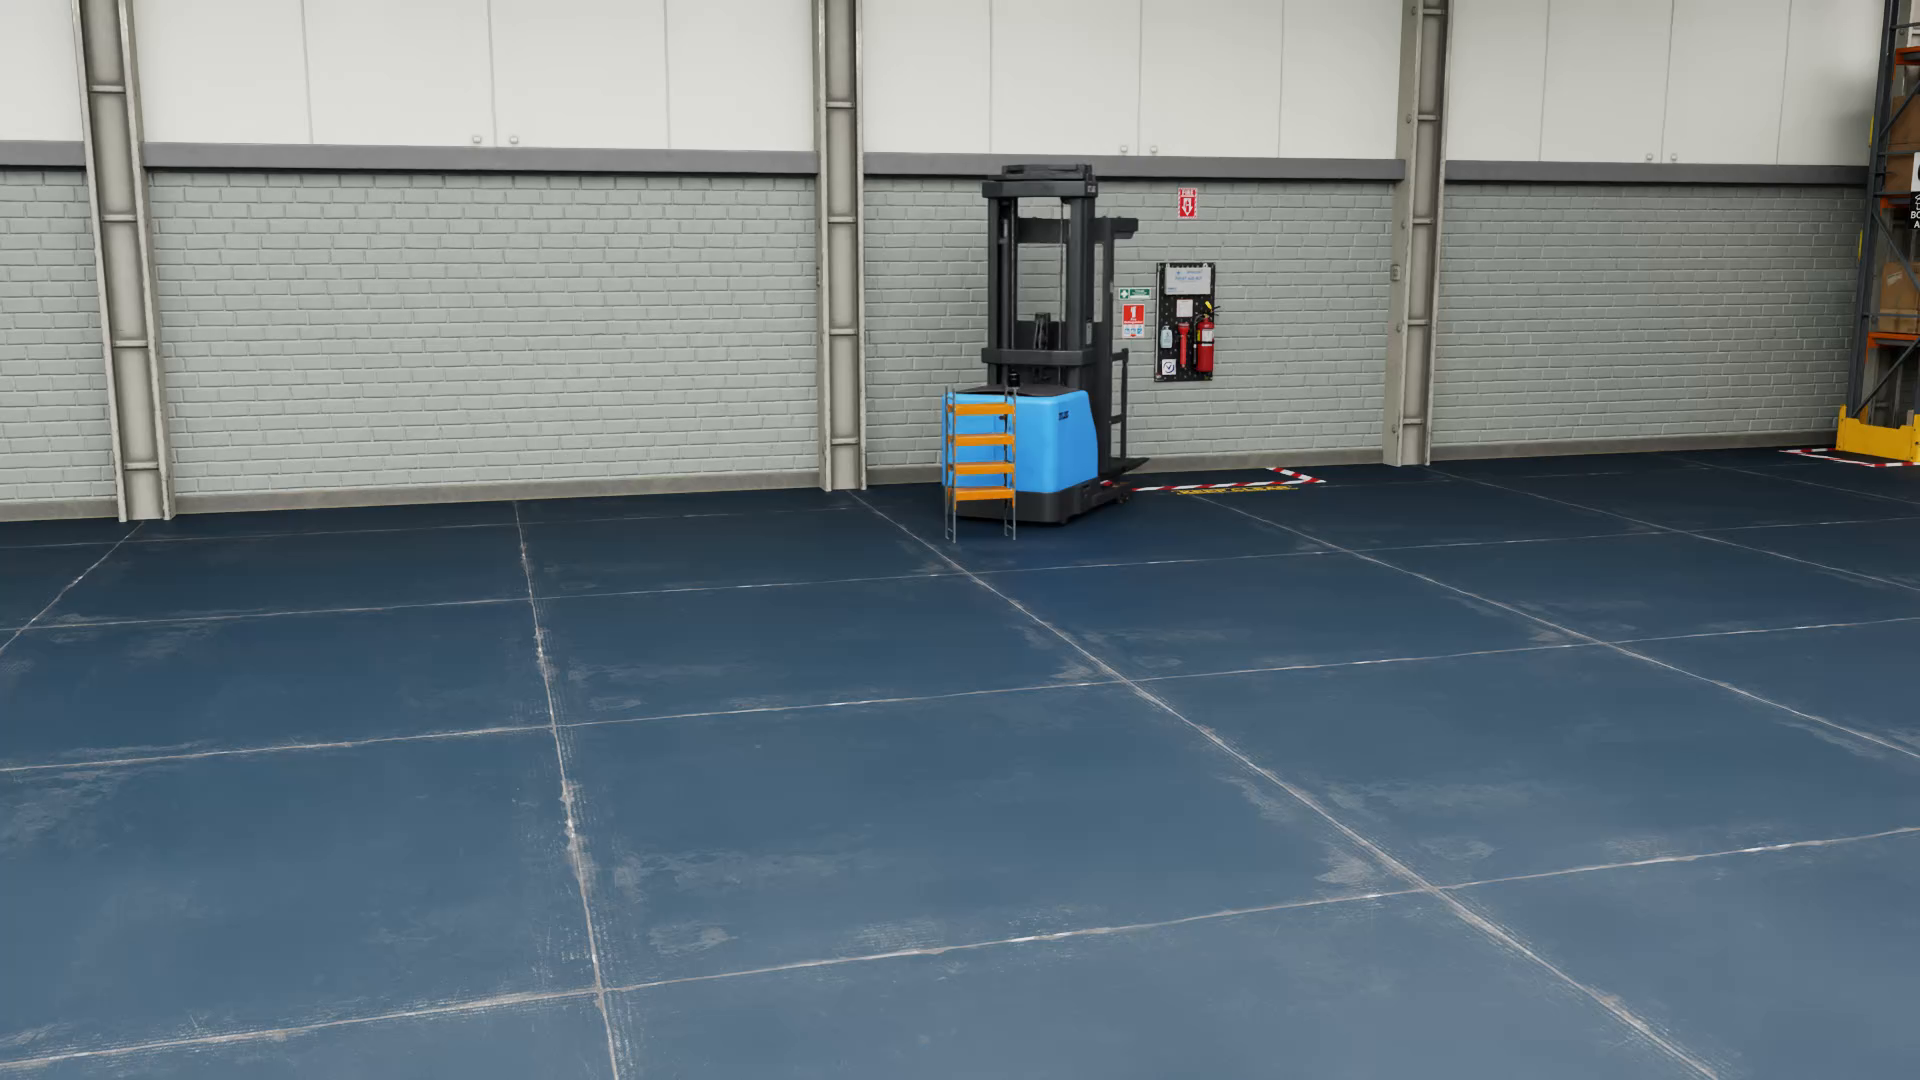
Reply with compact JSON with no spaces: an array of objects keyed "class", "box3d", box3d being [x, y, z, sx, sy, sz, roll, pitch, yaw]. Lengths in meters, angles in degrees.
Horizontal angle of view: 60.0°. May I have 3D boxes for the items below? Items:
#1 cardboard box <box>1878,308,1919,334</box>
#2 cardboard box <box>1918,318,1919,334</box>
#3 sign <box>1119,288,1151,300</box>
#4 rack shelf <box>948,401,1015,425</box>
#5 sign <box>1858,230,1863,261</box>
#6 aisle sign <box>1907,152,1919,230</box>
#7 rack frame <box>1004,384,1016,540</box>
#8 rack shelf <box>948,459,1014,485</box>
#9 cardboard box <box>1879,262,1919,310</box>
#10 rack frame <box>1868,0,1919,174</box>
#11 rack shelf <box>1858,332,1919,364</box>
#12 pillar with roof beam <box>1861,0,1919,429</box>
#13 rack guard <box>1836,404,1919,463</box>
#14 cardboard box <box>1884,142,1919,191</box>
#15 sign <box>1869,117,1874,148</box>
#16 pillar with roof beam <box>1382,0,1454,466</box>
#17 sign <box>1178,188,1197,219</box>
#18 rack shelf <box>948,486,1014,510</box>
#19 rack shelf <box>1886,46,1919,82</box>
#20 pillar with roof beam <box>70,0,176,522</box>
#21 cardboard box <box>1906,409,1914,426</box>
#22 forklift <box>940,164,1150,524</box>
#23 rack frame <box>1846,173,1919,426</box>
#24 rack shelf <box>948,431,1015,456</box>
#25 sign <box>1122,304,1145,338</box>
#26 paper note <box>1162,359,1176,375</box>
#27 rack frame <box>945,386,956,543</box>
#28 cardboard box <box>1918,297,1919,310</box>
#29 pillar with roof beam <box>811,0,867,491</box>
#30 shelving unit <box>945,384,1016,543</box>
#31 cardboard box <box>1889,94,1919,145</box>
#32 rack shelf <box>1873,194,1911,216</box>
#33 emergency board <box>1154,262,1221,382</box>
[{"class":"cardboard box","box3d":[10.379,-2.382,18.060,0.500,0.250,0.500,-3,11,-15]},{"class":"cardboard box","box3d":[10.542,-2.294,17.583,0.500,0.250,0.500,-3,11,-18]},{"class":"sign","box3d":[1.717,-2.419,16.340,0.331,0.109,0.001,-3,11,-16]},{"class":"rack shelf","box3d":[0.159,-0.985,12.912,0.480,0.148,0.258,-3,11,-16]},{"class":"sign","box3d":[9.848,-3.211,18.133,0.005,0.325,0.100,-3,11,-16]},{"class":"aisle sign","box3d":[9.999,-3.611,17.198,0.004,0.787,0.394,-3,11,-16]},{"class":"rack frame","box3d":[0.393,-0.611,13.050,0.015,1.200,0.240,-3,11,-16]},{"class":"rack shelf","box3d":[0.159,-0.532,12.996,0.480,0.148,0.258,-3,11,-16]},{"class":"cardboard box","box3d":[10.377,-2.754,18.011,0.500,0.500,0.500,-3,11,-17]},{"class":"rack frame","box3d":[9.984,-5.339,17.193,0.127,3.000,1.000,-3,11,-16]},{"class":"rack shelf","box3d":[11.905,-2.136,18.351,4.000,0.370,1.077,-3,11,-16]},{"class":"pillar with roof beam","box3d":[11.618,-4.776,14.137,0.400,9.000,9.100,-3,11,-16]},{"class":"rack guard","box3d":[10.057,-1.163,17.984,0.348,0.500,1.175,-3,11,-16]},{"class":"cardboard box","box3d":[10.314,-3.988,17.808,0.500,0.500,0.500,-2,11,-12]},{"class":"sign","box3d":[9.848,-4.397,17.914,0.005,0.325,0.100,-3,11,-16]},{"class":"pillar with roof beam","box3d":[5.857,-4.473,12.488,0.400,9.000,9.100,-3,11,-16]},{"class":"sign","box3d":[2.235,-3.309,16.335,0.199,0.298,0.001,-3,11,-16]},{"class":"rack shelf","box3d":[0.159,-0.337,13.031,0.480,0.148,0.258,-3,11,-16]},{"class":"rack shelf","box3d":[11.905,-5.085,17.808,4.000,0.370,1.077,-3,11,-16]},{"class":"pillar with roof beam","box3d":[-5.665,-3.866,9.189,0.400,9.000,9.100,-3,11,-16]},{"class":"cardboard box","box3d":[10.674,-1.302,18.045,0.500,0.311,0.500,-4,11,-22]},{"class":"forklift","box3d":[0.905,-1.794,14.696,1.130,2.935,3.031,5,11,24]},{"class":"rack frame","box3d":[9.984,-2.389,17.736,0.127,3.000,1.000,-3,11,-16]},{"class":"rack shelf","box3d":[0.159,-0.752,12.955,0.480,0.148,0.258,-3,11,-16]},{"class":"sign","box3d":[1.711,-2.160,16.395,0.234,0.329,0.001,-3,11,-16]},{"class":"paper note","box3d":[2.081,-1.722,16.549,0.142,0.148,0.016,-3,11,-16]},{"class":"rack frame","box3d":[-0.075,-0.586,12.916,0.015,1.200,0.240,-3,11,-16]},{"class":"cardboard box","box3d":[10.527,-2.665,17.528,0.500,0.500,0.500,-3,11,-16]},{"class":"pillar with roof beam","box3d":[0.096,-4.169,10.839,0.400,9.000,9.100,-3,11,-16]},{"class":"shelving unit","box3d":[0.159,-0.598,12.983,0.503,1.200,0.258,-3,11,-16]},{"class":"cardboard box","box3d":[10.325,-4.482,17.729,0.500,0.500,0.500,-3,11,-13]},{"class":"rack shelf","box3d":[11.905,-3.611,18.080,4.000,0.370,1.077,-3,11,-16]},{"class":"emergency board","box3d":[2.270,-2.152,16.453,0.643,1.169,0.194,-3,11,-16]}]
